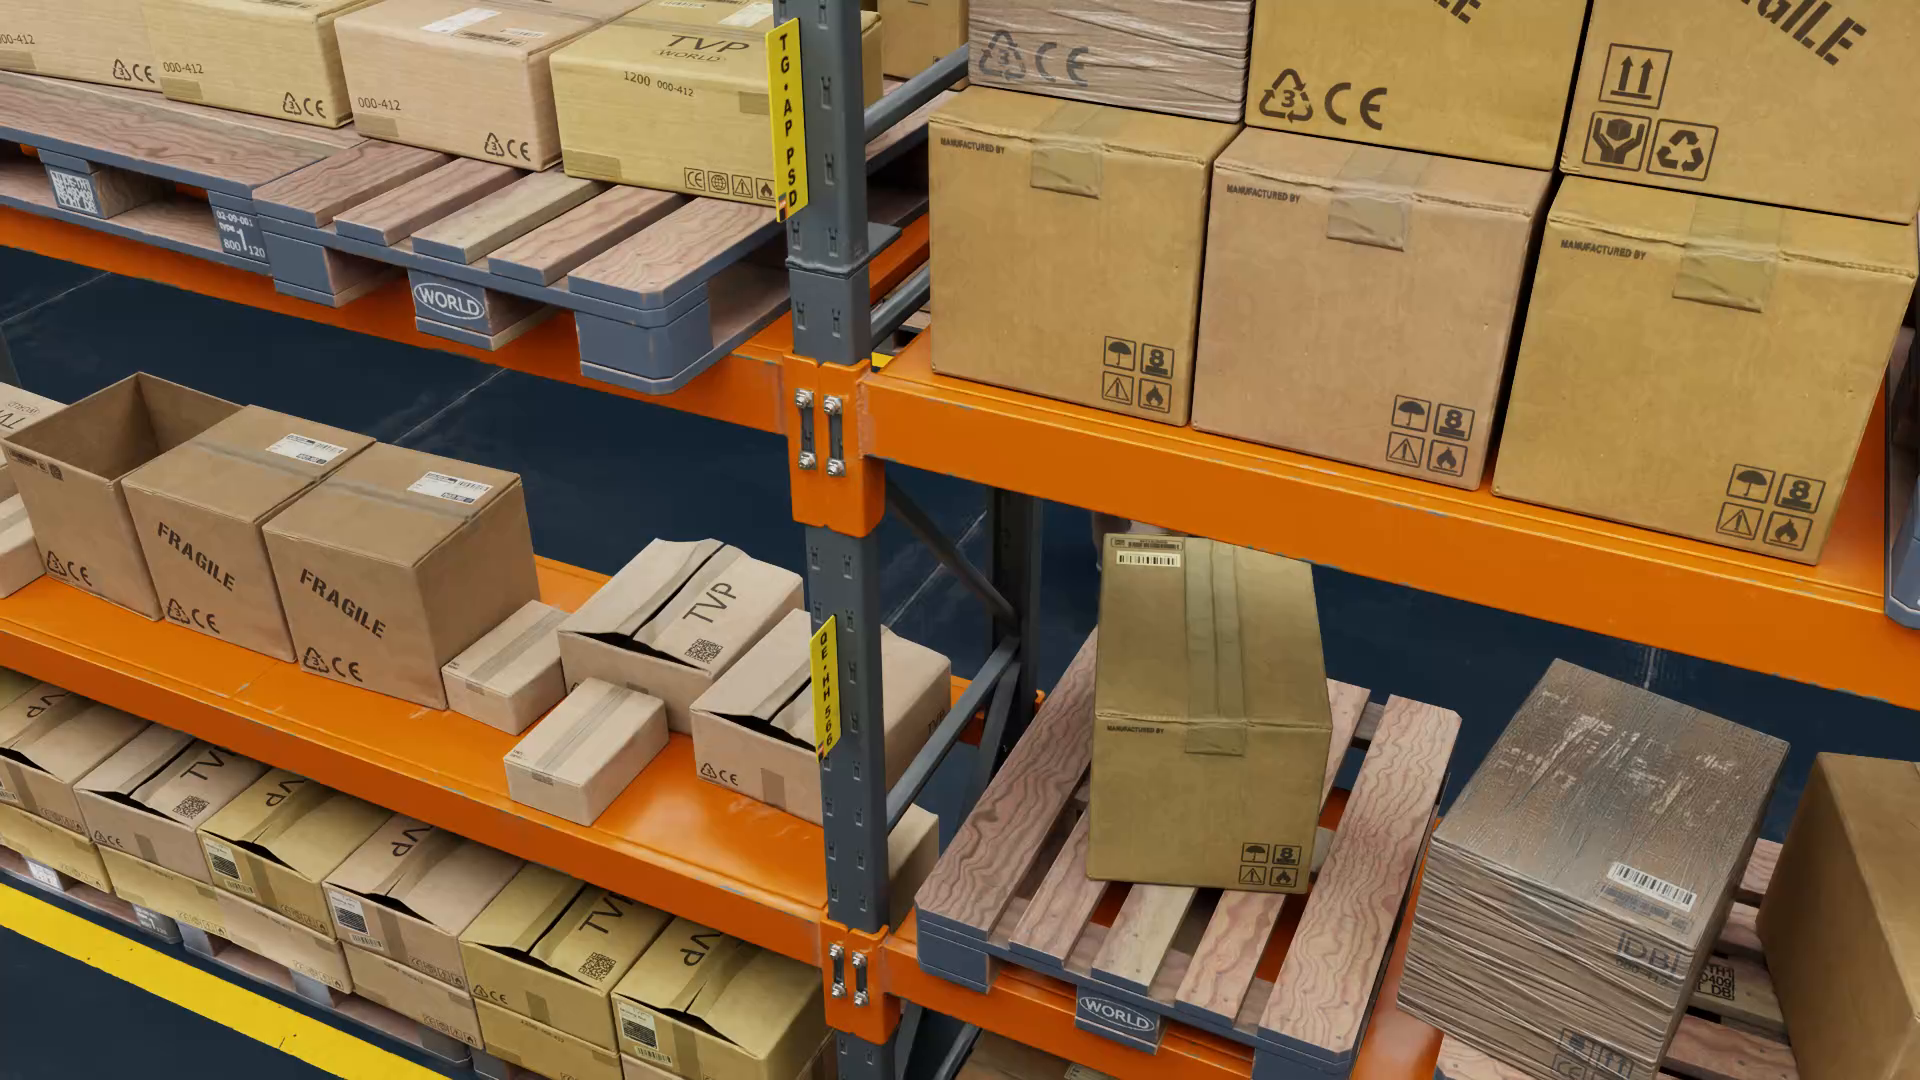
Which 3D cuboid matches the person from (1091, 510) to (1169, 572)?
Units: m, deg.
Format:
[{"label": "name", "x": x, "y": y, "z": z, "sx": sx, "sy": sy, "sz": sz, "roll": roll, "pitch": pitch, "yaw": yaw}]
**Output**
[{"label": "person", "x": 0.740, "y": -0.522, "z": 6.939, "sx": 0.555, "sy": 1.725, "sz": 0.670, "roll": 18, "pitch": 38, "yaw": 25}]
